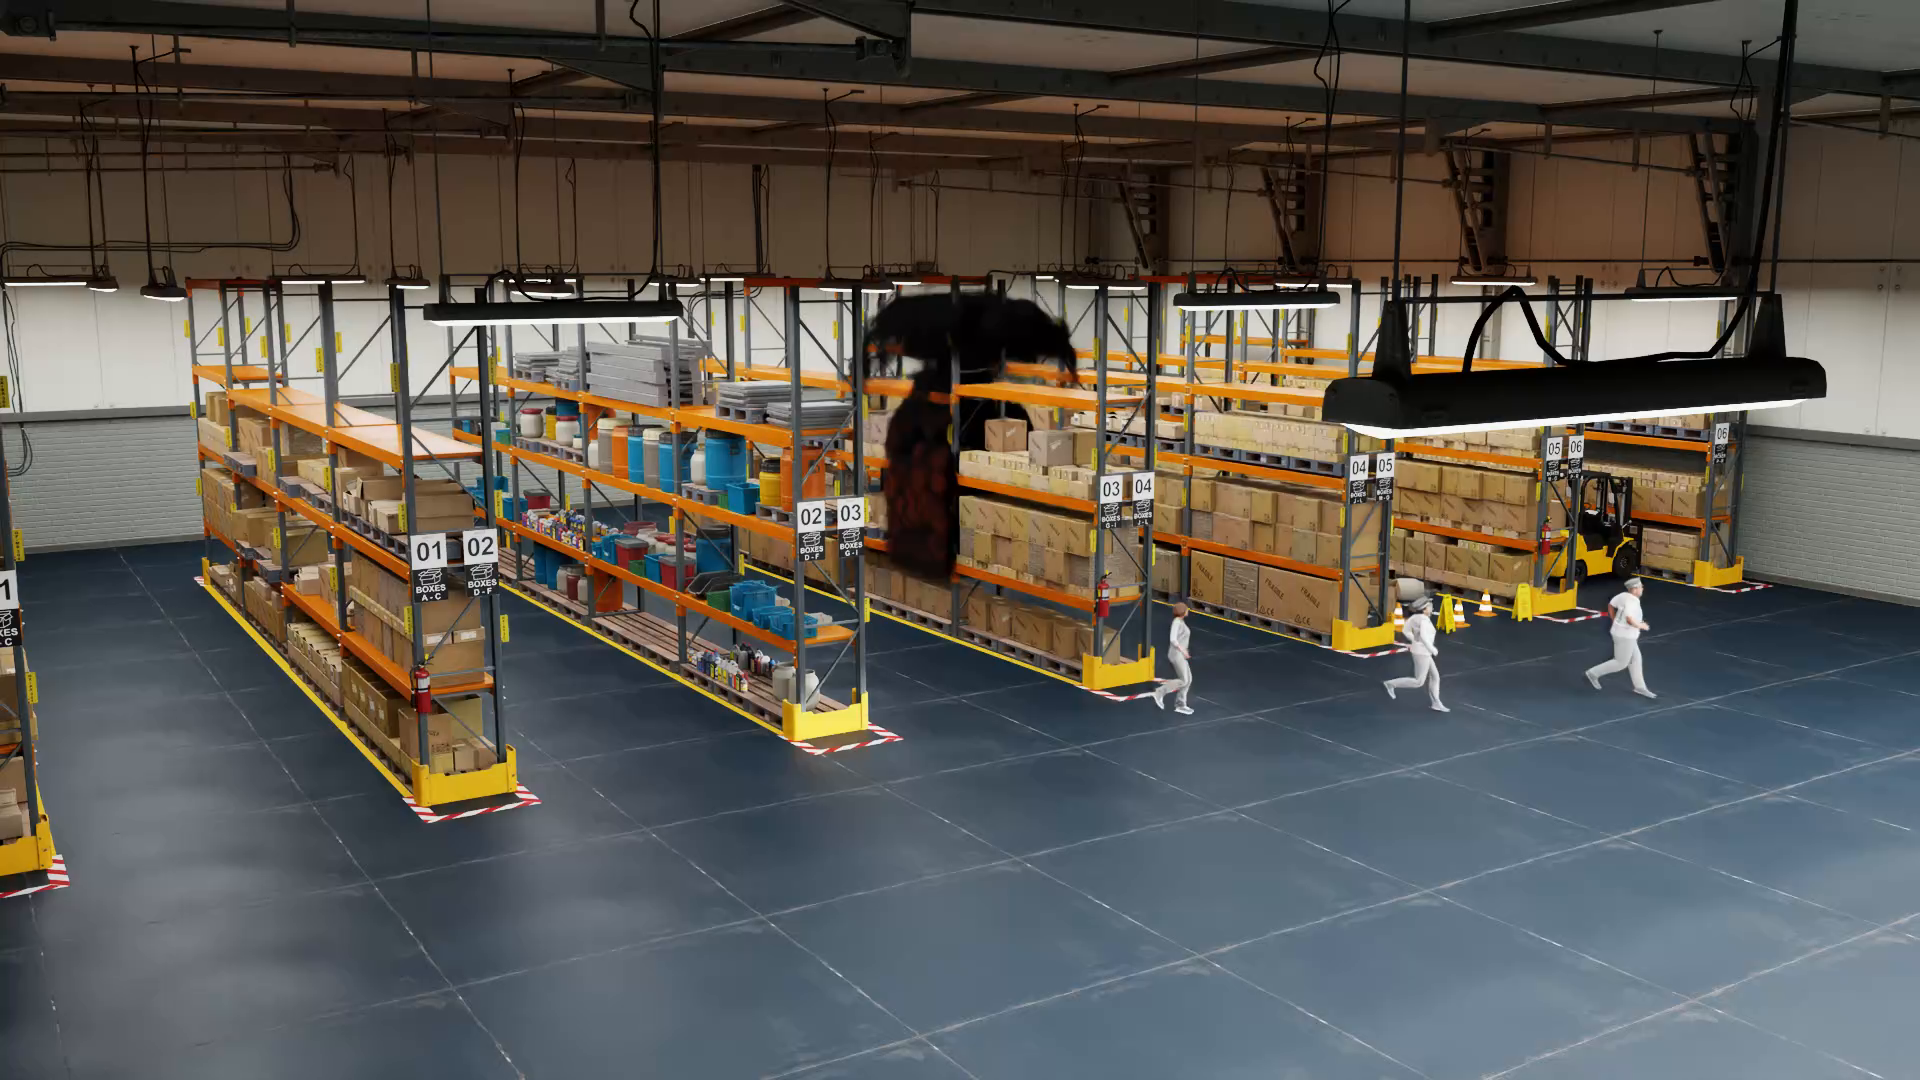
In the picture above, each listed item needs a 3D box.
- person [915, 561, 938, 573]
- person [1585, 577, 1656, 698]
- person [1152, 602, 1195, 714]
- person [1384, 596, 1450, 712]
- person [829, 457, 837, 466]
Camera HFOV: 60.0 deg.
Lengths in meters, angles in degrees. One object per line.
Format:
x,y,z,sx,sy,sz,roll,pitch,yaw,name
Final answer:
-0.708,-0.028,33.096,0.604,1.688,0.893,-7,12,-36,person
9.702,1.416,24.322,1.016,1.783,0.686,2,10,10,person
3.037,1.652,23.565,0.606,1.560,0.579,1,10,6,person
6.482,1.623,23.494,0.976,1.687,0.597,1,10,3,person
-3.181,-1.389,41.302,1.114,1.642,0.728,-8,12,-38,person
